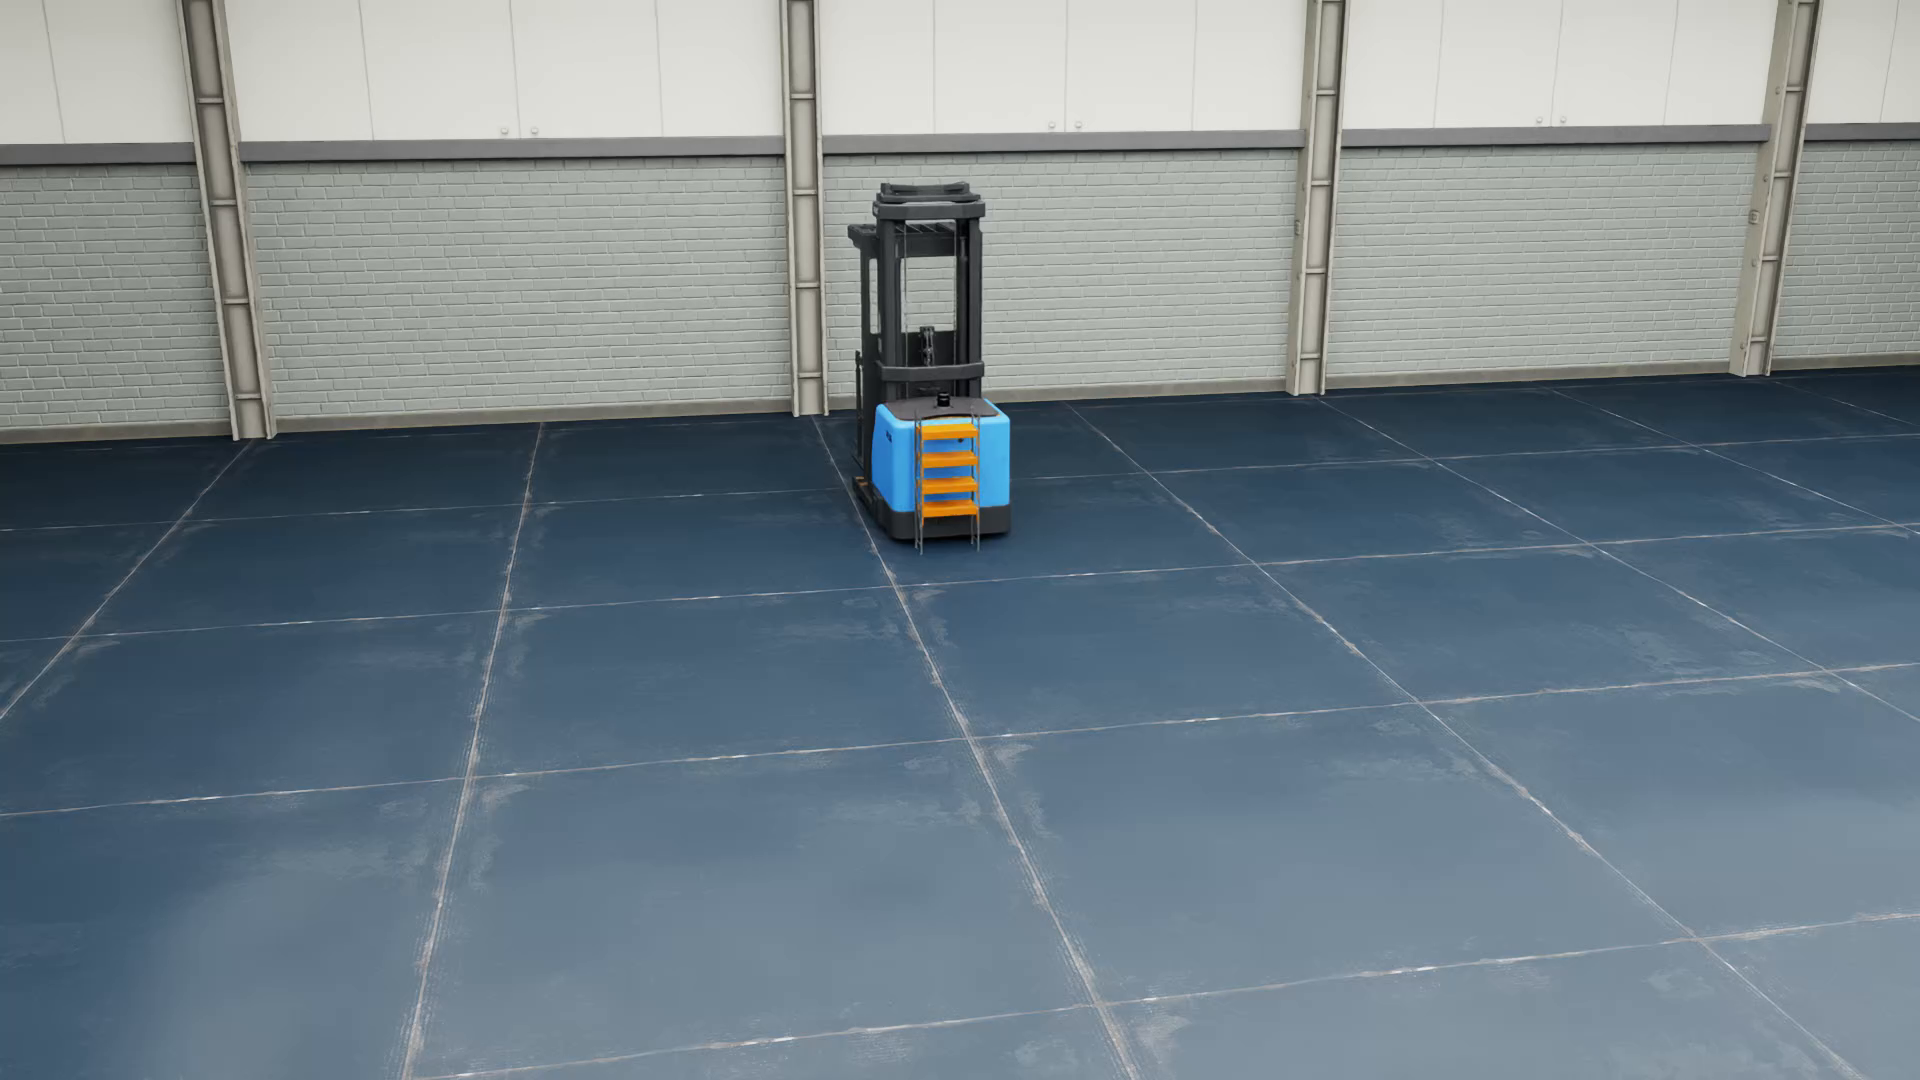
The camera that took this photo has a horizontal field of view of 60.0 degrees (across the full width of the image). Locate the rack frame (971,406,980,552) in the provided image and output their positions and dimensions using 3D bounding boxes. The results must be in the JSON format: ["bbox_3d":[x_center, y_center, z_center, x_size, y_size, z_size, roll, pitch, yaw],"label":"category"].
[{"bbox_3d":[0.130,-0.507,13.918,0.015,1.200,0.240,-4,18,-13],"label":"rack frame"}]

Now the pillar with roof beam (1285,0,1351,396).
[{"bbox_3d":[4.989,-4.850,14.776,0.400,9.000,9.100,-3,17,-10],"label":"pillar with roof beam"}]

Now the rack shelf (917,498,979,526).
[{"bbox_3d":[-0.108,-0.237,13.943,0.480,0.148,0.258,-4,18,-13],"label":"rack shelf"}]

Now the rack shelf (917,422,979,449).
[{"bbox_3d":[-0.107,-0.866,13.747,0.480,0.148,0.258,-4,18,-13],"label":"rack shelf"}]

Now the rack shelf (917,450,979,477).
[{"bbox_3d":[-0.107,-0.640,13.817,0.480,0.148,0.258,-4,18,-13],"label":"rack shelf"}]

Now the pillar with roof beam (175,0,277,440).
[{"bbox_3d":[-6.793,-4.182,12.599,0.400,9.000,9.100,-3,17,-10],"label":"pillar with roof beam"}]

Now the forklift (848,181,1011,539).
[{"bbox_3d":[-0.399,-1.800,15.179,1.130,2.935,3.031,-4,18,-13],"label":"forklift"}]

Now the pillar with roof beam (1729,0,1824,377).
[{"bbox_3d":[10.880,-5.184,15.864,0.400,9.000,9.100,-3,17,-10],"label":"pillar with roof beam"}]

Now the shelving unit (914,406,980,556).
[{"bbox_3d":[-0.107,-0.491,13.864,0.503,1.200,0.258,-4,18,-13],"label":"shelving unit"}]

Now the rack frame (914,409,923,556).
[{"bbox_3d":[-0.345,-0.474,13.810,0.015,1.200,0.240,-4,18,-13],"label":"rack frame"}]

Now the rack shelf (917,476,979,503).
[{"bbox_3d":[-0.107,-0.427,13.884,0.480,0.148,0.258,-4,18,-13],"label":"rack shelf"}]

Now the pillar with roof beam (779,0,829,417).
[{"bbox_3d":[-0.902,-4.516,13.687,0.400,9.000,9.100,-3,17,-10],"label":"pillar with roof beam"}]
